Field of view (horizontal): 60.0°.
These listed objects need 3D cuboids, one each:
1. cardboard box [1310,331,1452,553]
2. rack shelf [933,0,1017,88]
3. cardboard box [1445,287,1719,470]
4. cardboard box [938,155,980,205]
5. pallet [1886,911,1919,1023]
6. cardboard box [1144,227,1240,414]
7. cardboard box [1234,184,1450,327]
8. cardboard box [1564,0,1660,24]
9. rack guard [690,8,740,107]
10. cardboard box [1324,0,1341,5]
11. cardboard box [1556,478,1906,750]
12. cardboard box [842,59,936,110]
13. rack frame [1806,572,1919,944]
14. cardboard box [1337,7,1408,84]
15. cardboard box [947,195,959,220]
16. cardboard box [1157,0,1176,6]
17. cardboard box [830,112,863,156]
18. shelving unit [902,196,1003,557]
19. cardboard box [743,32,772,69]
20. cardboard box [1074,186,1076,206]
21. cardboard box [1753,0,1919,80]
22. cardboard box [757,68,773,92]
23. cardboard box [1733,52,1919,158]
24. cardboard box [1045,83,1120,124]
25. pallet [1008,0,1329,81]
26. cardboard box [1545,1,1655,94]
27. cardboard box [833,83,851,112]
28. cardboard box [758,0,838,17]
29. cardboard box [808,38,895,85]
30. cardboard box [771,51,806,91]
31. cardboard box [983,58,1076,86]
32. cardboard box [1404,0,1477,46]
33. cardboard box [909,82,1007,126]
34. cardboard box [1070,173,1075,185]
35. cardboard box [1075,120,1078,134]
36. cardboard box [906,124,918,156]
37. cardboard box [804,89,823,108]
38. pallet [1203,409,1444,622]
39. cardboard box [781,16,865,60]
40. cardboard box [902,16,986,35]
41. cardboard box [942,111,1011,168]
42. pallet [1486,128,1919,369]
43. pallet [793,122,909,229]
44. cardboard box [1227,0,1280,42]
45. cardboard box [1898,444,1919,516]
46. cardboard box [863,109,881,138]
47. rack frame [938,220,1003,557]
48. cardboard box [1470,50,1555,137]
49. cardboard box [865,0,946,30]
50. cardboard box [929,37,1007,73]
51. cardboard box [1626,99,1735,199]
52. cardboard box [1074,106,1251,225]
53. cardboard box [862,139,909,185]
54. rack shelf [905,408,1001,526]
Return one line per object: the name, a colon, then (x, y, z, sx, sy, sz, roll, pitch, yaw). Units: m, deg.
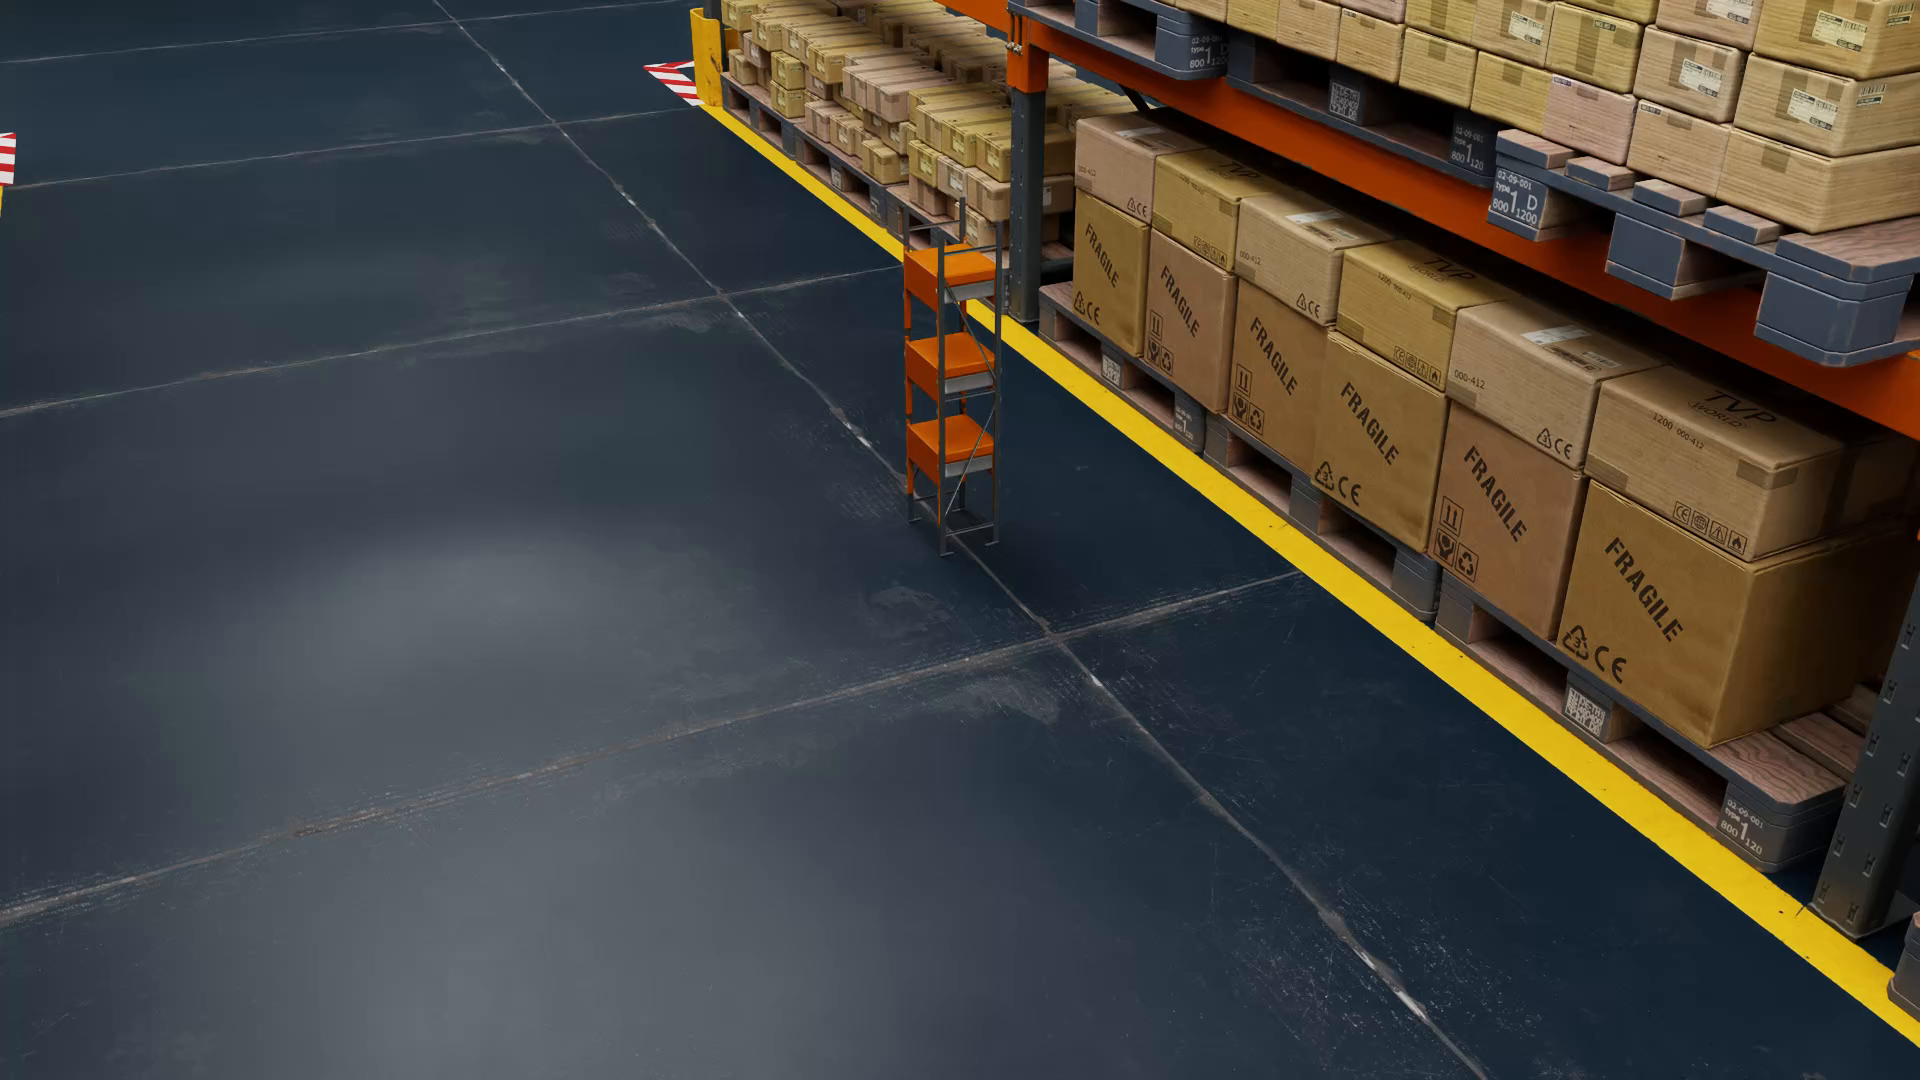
cardboard box: (1.414, -0.340, 4.916, 0.500, 0.500, 0.500, -15, 32, -24)
rack shelf: (-0.182, -2.888, 8.068, 1.077, 0.370, 4.000, -13, 32, -22)
cardboard box: (1.637, -0.439, 4.325, 0.500, 0.250, 0.500, -13, 32, -21)
cardboard box: (0.127, -1.577, 7.176, 0.380, 0.149, 0.250, -15, 32, -24)
pallet: (2.664, 1.029, 3.199, 1.003, 0.211, 1.213, -13, 32, -22)
cardboard box: (0.983, -0.795, 5.728, 0.500, 0.500, 0.500, -12, 31, -20)
cardboard box: (1.201, -0.895, 5.139, 0.500, 0.250, 0.500, -12, 31, -20)
cardboard box: (1.551, -1.231, 3.598, 0.380, 0.149, 0.250, -12, 31, -20)
rack guard: (-1.008, -2.961, 10.019, 1.175, 0.500, 0.348, -13, 32, -22)
cardboard box: (1.103, -1.560, 4.489, 0.380, 0.149, 0.250, -14, 32, -23)
cardboard box: (1.875, 0.120, 4.095, 0.500, 0.500, 0.500, -13, 32, -22)
cardboard box: (-0.338, -2.180, 7.949, 0.380, 0.149, 0.250, -14, 32, -24)
rack frame: (2.394, -0.551, 3.166, 1.000, 3.000, 0.127, -13, 32, -22)
cardboard box: (1.221, -1.314, 4.353, 0.380, 0.149, 0.250, -12, 31, -20)
cardboard box: (0.164, -1.492, 7.329, 0.380, 0.149, 0.250, -12, 32, -21)
cardboard box: (0.765, -1.777, 5.180, 0.380, 0.149, 0.250, -13, 32, -21)
cardboard box: (-0.429, -2.045, 8.316, 0.380, 0.149, 0.250, -13, 32, -22)
shelving unit: (-0.023, -0.482, 5.035, 0.215, 1.050, 0.252, -13, 32, -22)
cardboard box: (-0.981, -2.736, 9.244, 0.380, 0.149, 0.250, -13, 32, -22)
cardboard box: (0.696, -1.604, 7.528, 0.380, 0.149, 0.250, -12, 31, -21)
cardboard box: (1.769, -1.004, 3.193, 0.380, 0.149, 0.250, -14, 32, -24)
cardboard box: (-0.919, -2.628, 9.354, 0.380, 0.149, 0.250, -13, 32, -22)
cardboard box: (1.770, -0.877, 3.270, 0.380, 0.149, 0.250, -12, 32, -21)
cardboard box: (0.498, -1.948, 7.535, 0.380, 0.149, 0.250, -14, 32, -23)
pallet: (0.873, -1.866, 5.707, 1.003, 0.211, 1.213, -13, 32, -22)
cardboard box: (1.539, -1.110, 3.686, 0.380, 0.149, 0.250, -12, 32, -21)
cardboard box: (-0.430, -2.302, 8.470, 0.380, 0.149, 0.250, -11, 31, -19)
cardboard box: (-0.896, -2.885, 9.205, 0.380, 0.149, 0.250, -12, 32, -21)
cardboard box: (-0.540, -2.404, 8.348, 0.380, 0.149, 0.250, -13, 32, -21)
cardboard box: (-0.784, -2.511, 8.842, 0.380, 0.149, 0.250, -12, 31, -20)
cardboard box: (0.330, -2.188, 7.963, 0.380, 0.149, 0.250, -12, 32, -21)
cardboard box: (1.327, -1.331, 4.081, 0.380, 0.149, 0.250, -13, 32, -22)
cardboard box: (-0.011, -1.964, 7.562, 0.380, 0.149, 0.250, -12, 31, -20)
cardboard box: (0.620, -1.708, 7.410, 0.380, 0.149, 0.250, -13, 32, -22)
cardboard box: (0.716, -1.713, 7.115, 0.380, 0.149, 0.250, -12, 31, -20)
cardboard box: (-0.023, -1.823, 7.615, 0.380, 0.149, 0.250, -13, 32, -22)
cardboard box: (-0.600, -2.291, 8.754, 0.380, 0.149, 0.250, -13, 32, -22)
pallet: (1.540, -0.218, 5.424, 1.003, 0.211, 1.213, -13, 32, -22)
cardboard box: (-0.722, -2.654, 8.794, 0.380, 0.149, 0.250, -15, 32, -24)
cardboard box: (-0.083, -2.658, 8.800, 0.380, 0.149, 0.250, -12, 31, -20)
cardboard box: (0.143, -1.724, 7.135, 0.380, 0.149, 0.250, -13, 32, -21)
pallet: (1.991, -0.760, 3.734, 1.213, 0.211, 1.003, -13, 32, -22)
pallet: (-0.172, -1.931, 8.477, 1.003, 0.211, 1.213, -13, 32, -22)
cardboard box: (0.996, -1.545, 4.766, 0.380, 0.149, 0.250, -14, 32, -23)
cardboard box: (2.316, -0.326, 4.125, 0.500, 0.250, 0.500, -15, 32, -24)
cardboard box: (-0.247, -2.054, 8.027, 0.380, 0.149, 0.250, -15, 32, -24)
rack frame: (0.029, -0.428, 4.939, 0.200, 1.050, 0.008, -13, 32, -22)
cardboard box: (1.447, -1.080, 3.937, 0.380, 0.149, 0.250, -14, 32, -23)
cardboard box: (-0.303, -2.893, 9.219, 0.380, 0.149, 0.250, -14, 32, -23)
cardboard box: (0.068, -2.409, 8.356, 0.380, 0.149, 0.250, -13, 32, -22)
cardboard box: (1.662, -0.856, 3.537, 0.380, 0.149, 0.250, -13, 32, -22)
cardboard box: (0.755, -1.356, 5.961, 0.500, 0.250, 0.500, -15, 32, -24)
cardboard box: (-0.244, -1.817, 7.908, 0.380, 0.149, 0.250, -13, 32, -22)
rack shelf: (-0.023, -0.230, 5.177, 0.215, 0.259, 0.240, -13, 32, -22)
